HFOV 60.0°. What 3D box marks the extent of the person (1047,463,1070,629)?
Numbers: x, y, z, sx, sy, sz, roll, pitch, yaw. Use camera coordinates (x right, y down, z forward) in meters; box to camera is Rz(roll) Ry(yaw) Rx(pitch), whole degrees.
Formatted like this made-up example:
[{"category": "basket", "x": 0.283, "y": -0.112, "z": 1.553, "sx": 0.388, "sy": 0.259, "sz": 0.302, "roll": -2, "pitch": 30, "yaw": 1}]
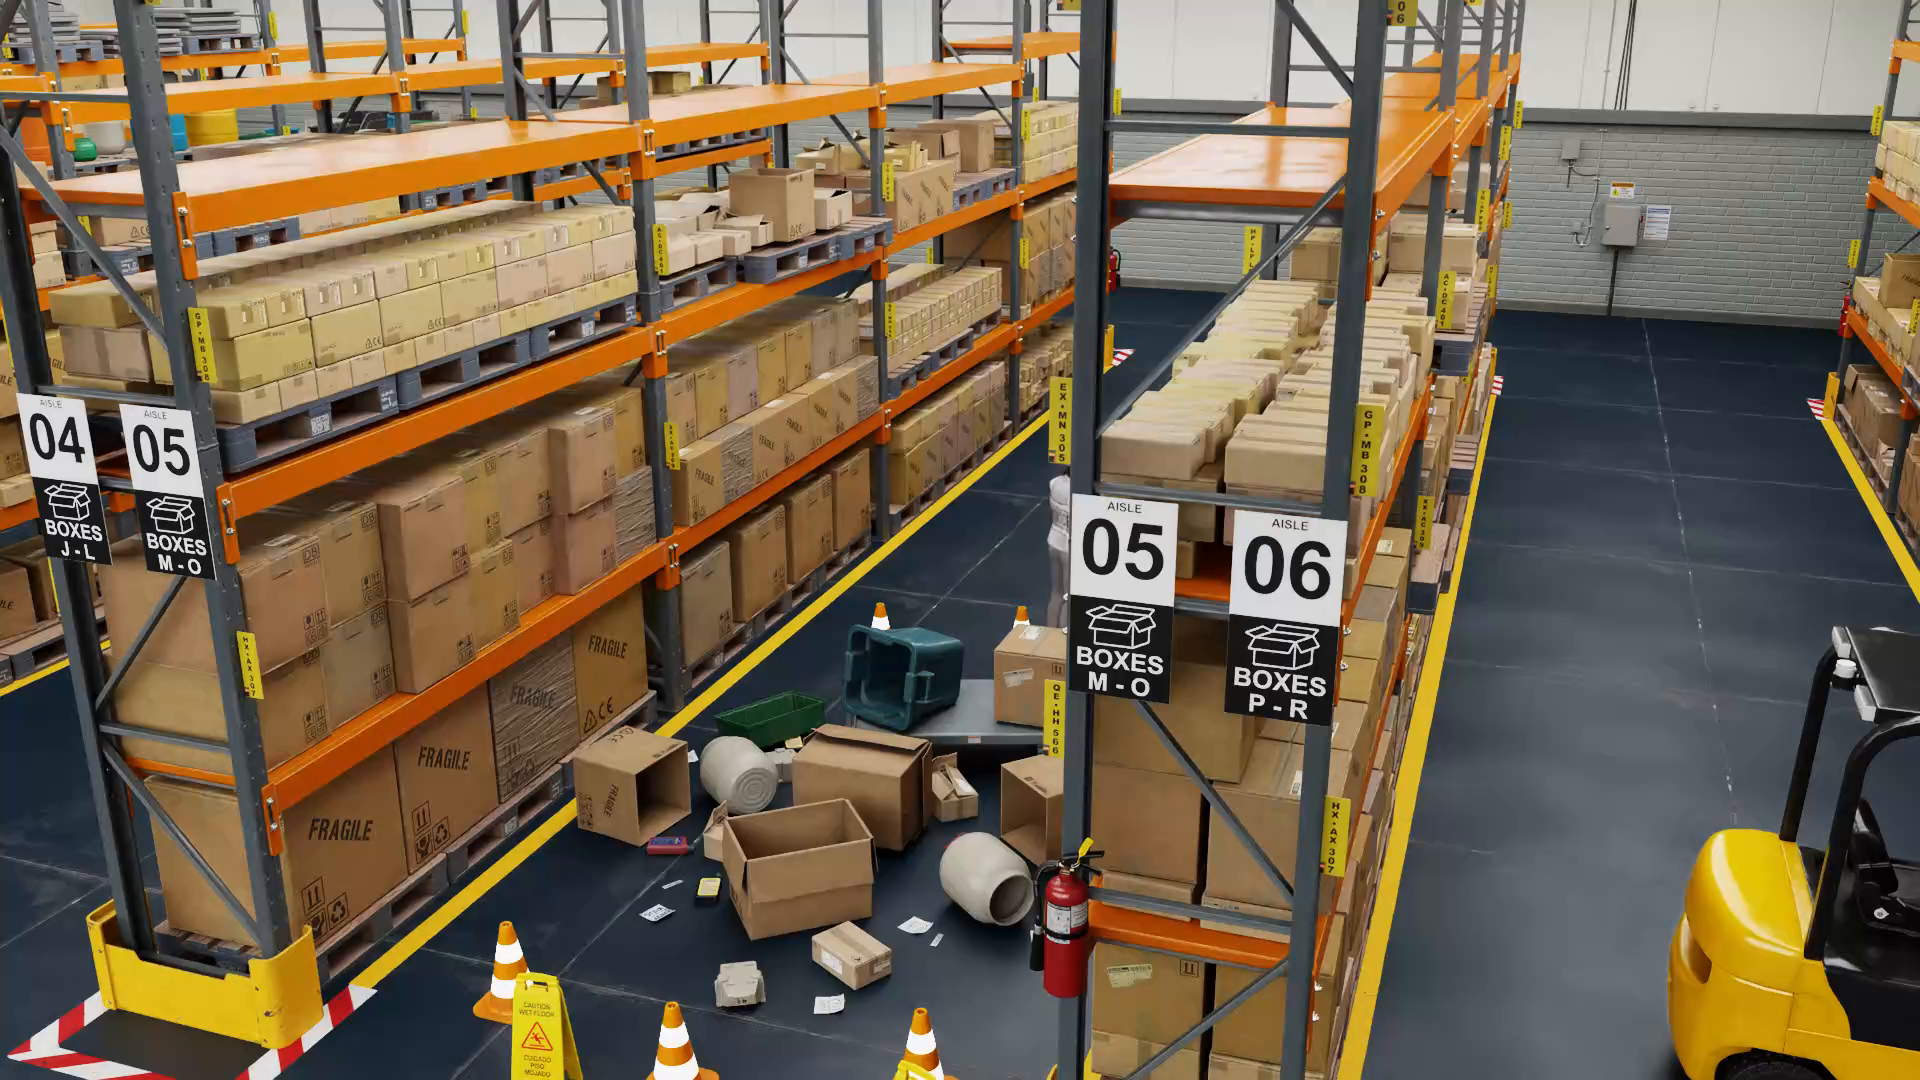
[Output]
[{"category": "person", "x": 0.857, "y": 0.094, "z": 12.582, "sx": 0.368, "sy": 1.686, "sz": 0.585, "roll": -11, "pitch": 22, "yaw": -29}]
